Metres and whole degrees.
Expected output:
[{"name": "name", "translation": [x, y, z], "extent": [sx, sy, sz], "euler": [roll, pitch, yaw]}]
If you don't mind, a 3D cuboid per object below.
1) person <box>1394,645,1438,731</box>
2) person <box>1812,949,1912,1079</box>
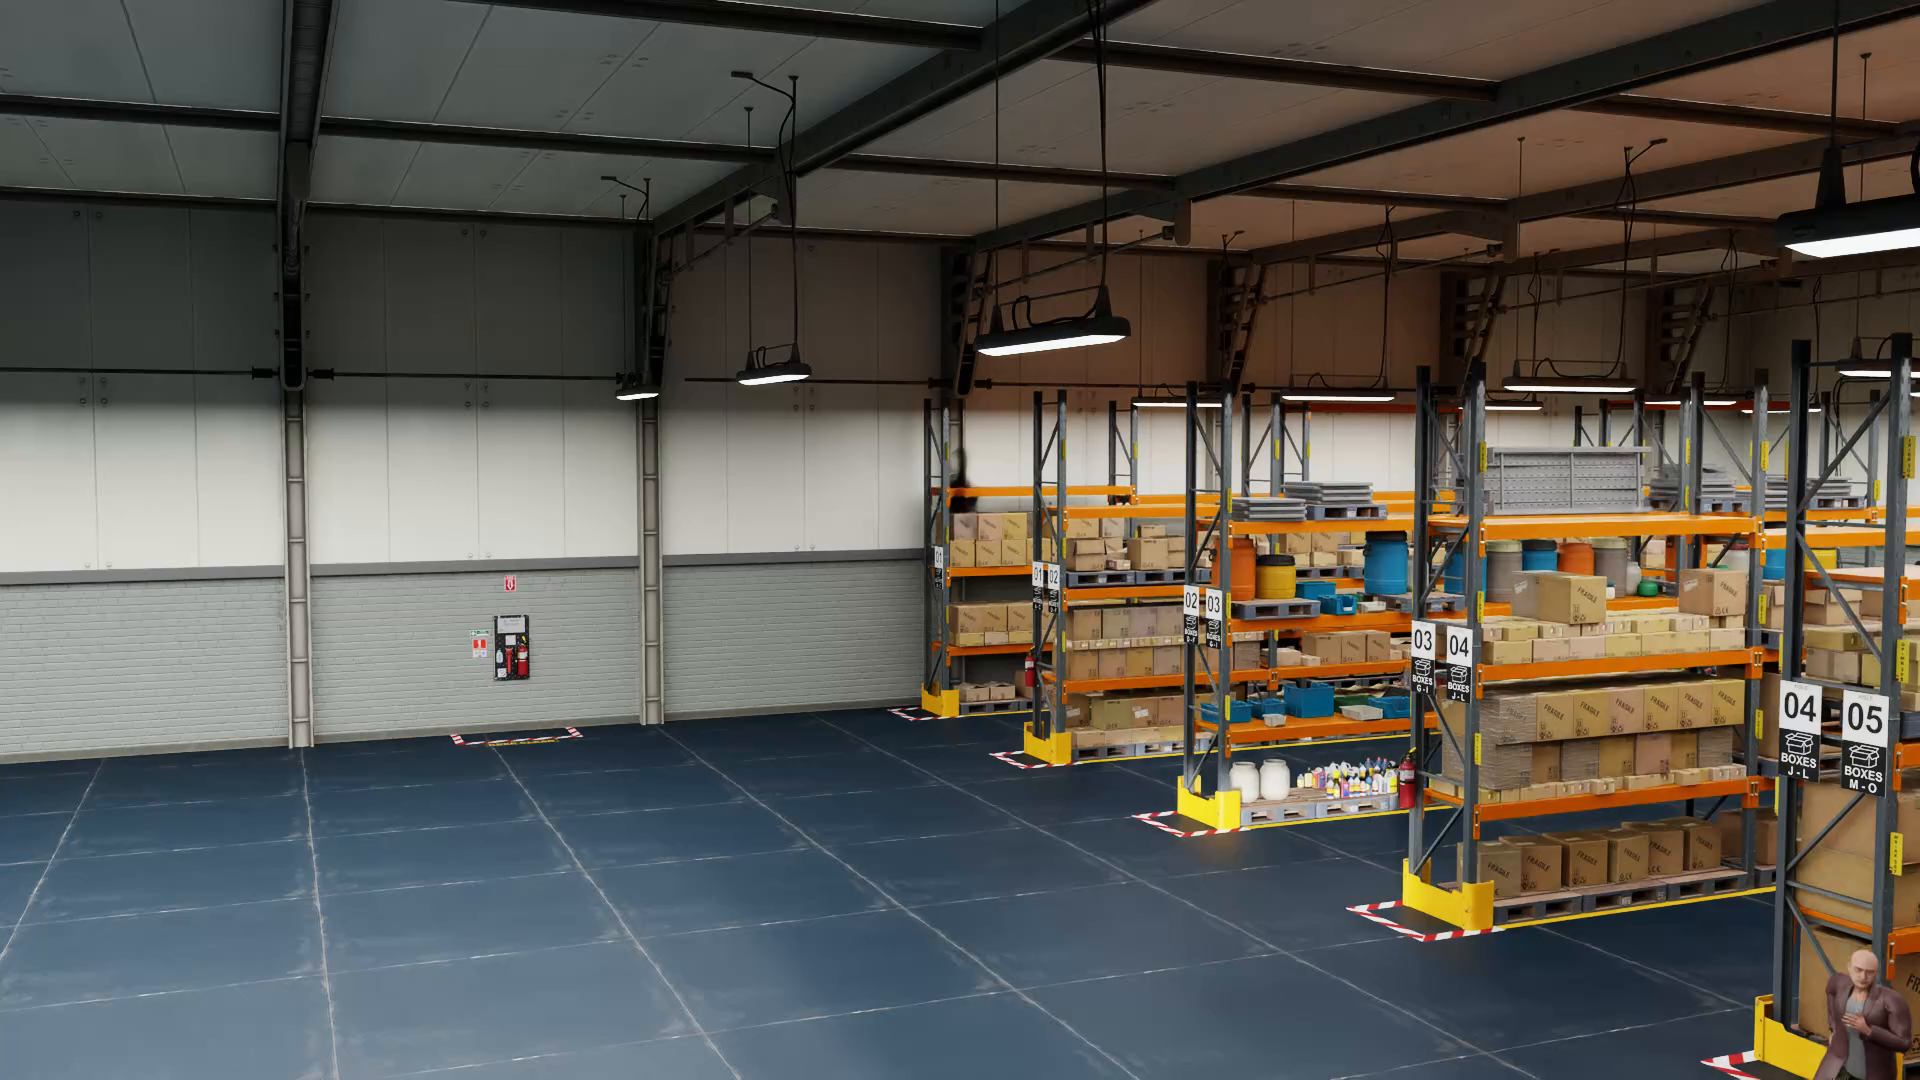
[{"name": "person", "translation": [7.625, 2.645, 27.895], "extent": [0.721, 1.783, 0.666], "euler": [-1, 4, -23]}, {"name": "person", "translation": [6.203, 3.646, 11.441], "extent": [0.663, 1.729, 0.915], "euler": [3, 4, 40]}]
